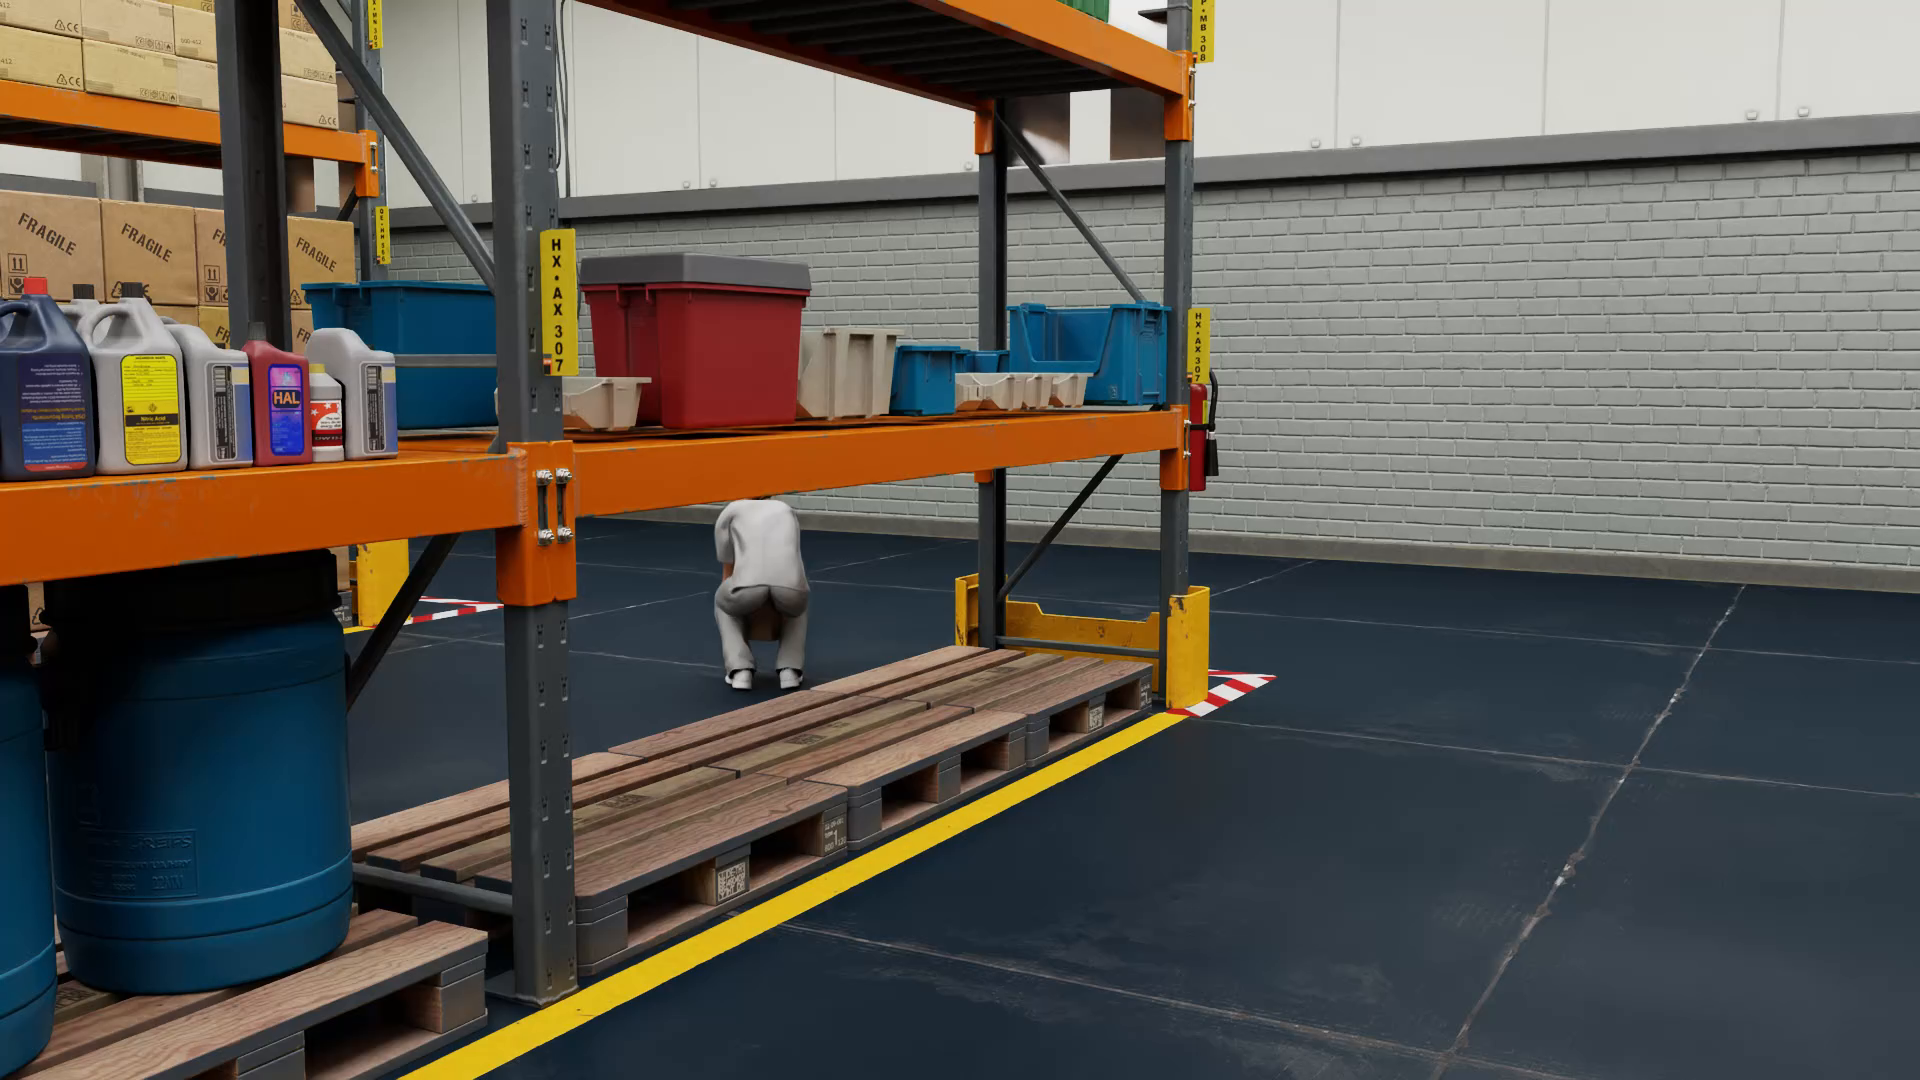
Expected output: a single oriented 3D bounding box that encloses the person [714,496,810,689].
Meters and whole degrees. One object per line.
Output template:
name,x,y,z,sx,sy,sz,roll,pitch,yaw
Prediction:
person,-0.937,0.189,7.898,0.459,0.979,0.774,-1,6,-9
